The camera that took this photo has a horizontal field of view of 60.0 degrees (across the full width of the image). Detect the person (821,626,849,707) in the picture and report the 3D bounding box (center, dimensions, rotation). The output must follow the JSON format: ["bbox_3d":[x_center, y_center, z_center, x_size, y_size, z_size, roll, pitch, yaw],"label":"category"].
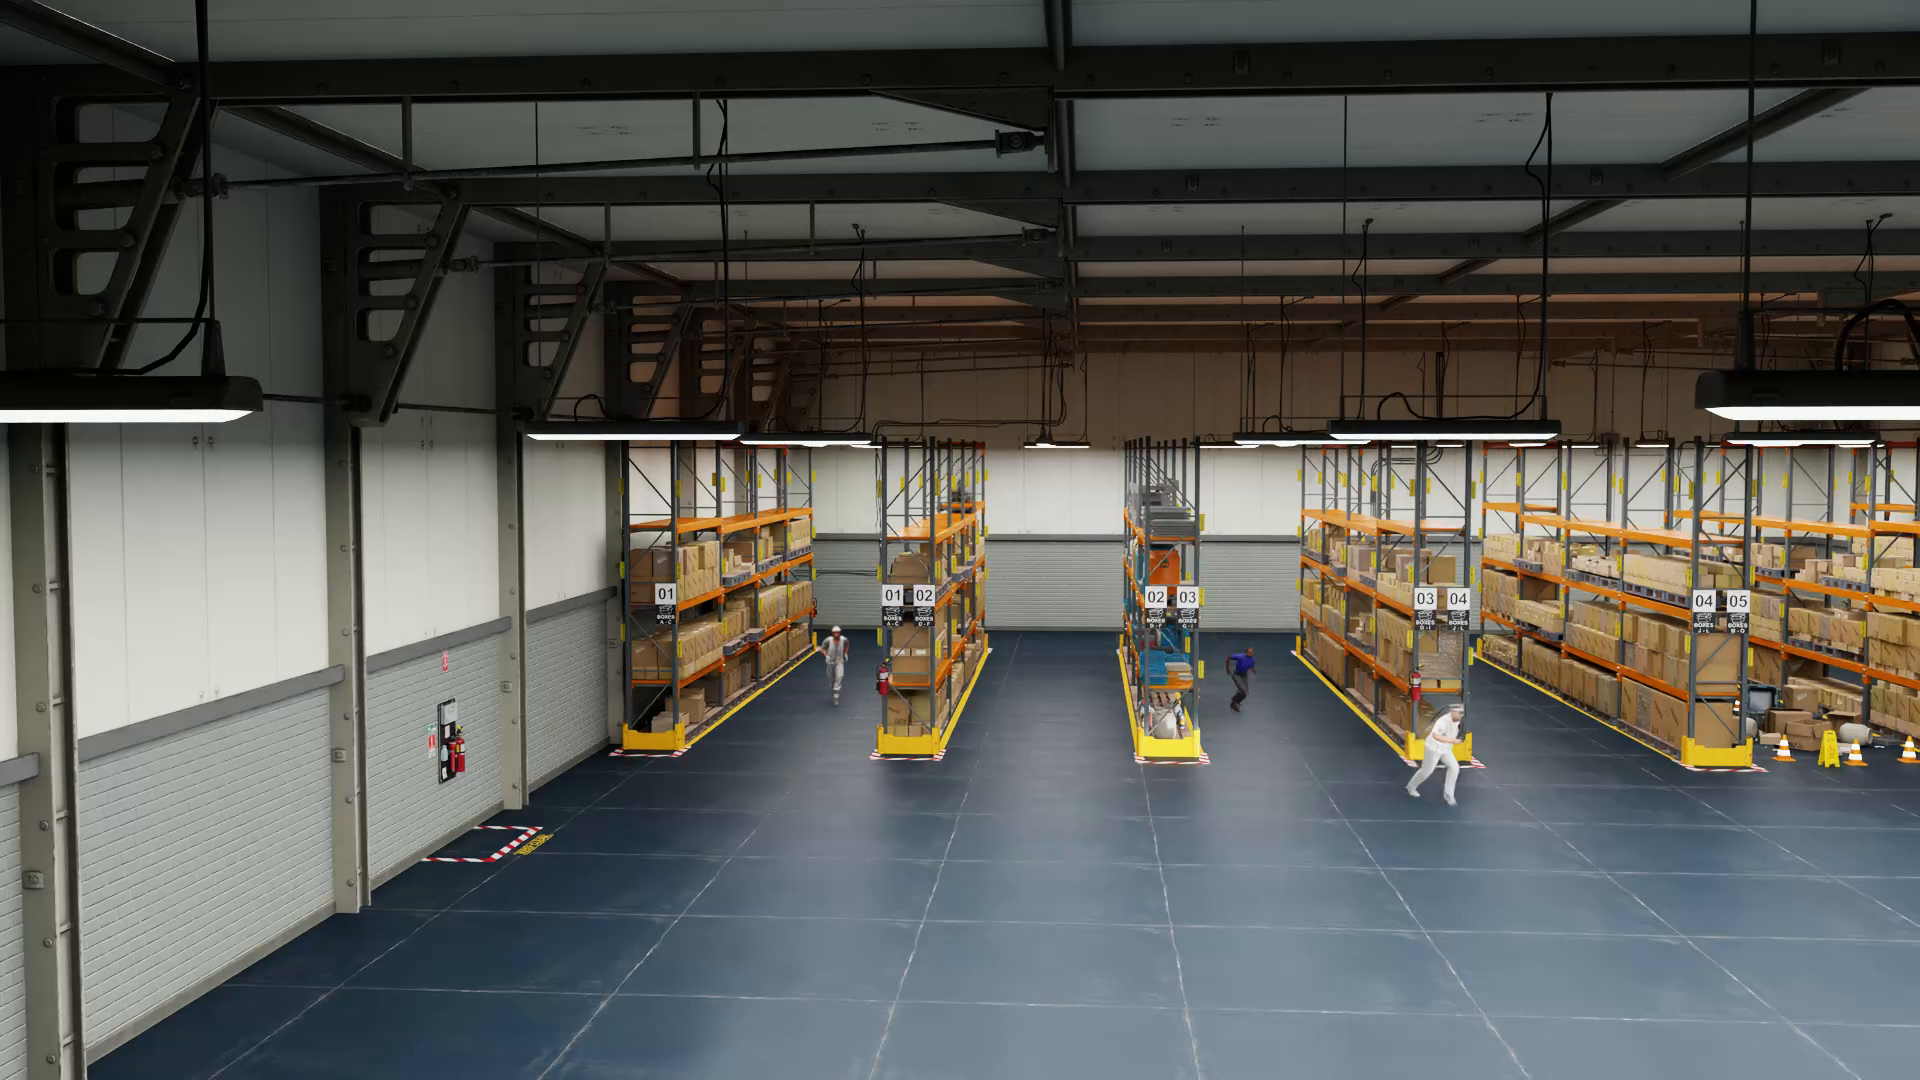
[{"bbox_3d":[-2.845,2.823,37.810,0.658,1.773,1.135,0,3,-7],"label":"person"}]

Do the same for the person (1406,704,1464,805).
[{"bbox_3d":[7.772,3.484,27.142,0.707,1.706,1.017,-3,4,-42],"label":"person"}]

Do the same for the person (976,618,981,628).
[{"bbox_3d":[0.453,2.216,49.420,0.606,1.741,0.648,2,4,34],"label":"person"}]

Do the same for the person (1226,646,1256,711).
[{"bbox_3d":[6.137,3.050,36.373,0.602,1.461,0.849,-1,3,-26],"label":"person"}]
